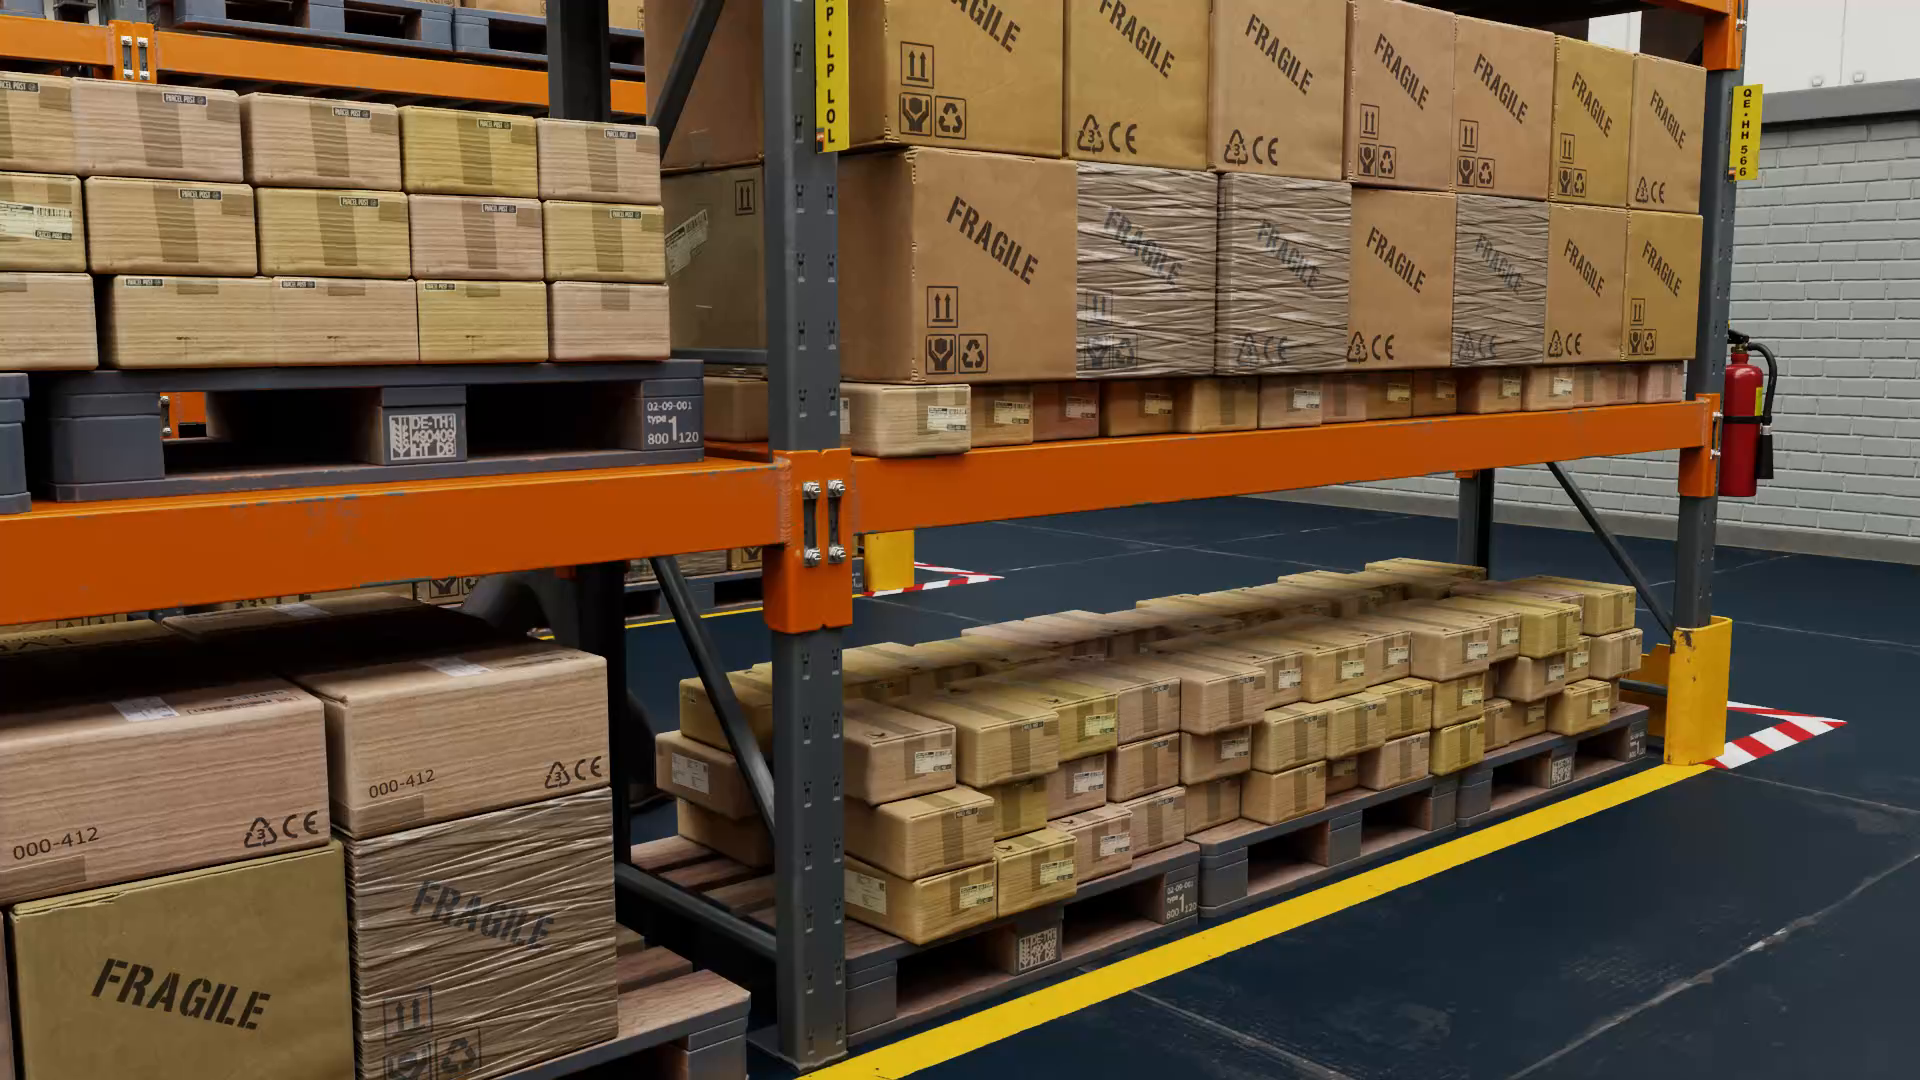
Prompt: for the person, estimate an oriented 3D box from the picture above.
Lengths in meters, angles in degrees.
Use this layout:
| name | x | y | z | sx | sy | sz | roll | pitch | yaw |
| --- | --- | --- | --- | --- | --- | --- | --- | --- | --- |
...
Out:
| name | x | y | z | sx | sy | sz | roll | pitch | yaw |
| --- | --- | --- | --- | --- | --- | --- | --- | --- | --- |
| person | -1.343 | 0.108 | 5.272 | 0.591 | 1.572 | 0.802 | 7 | 10 | 43 |
